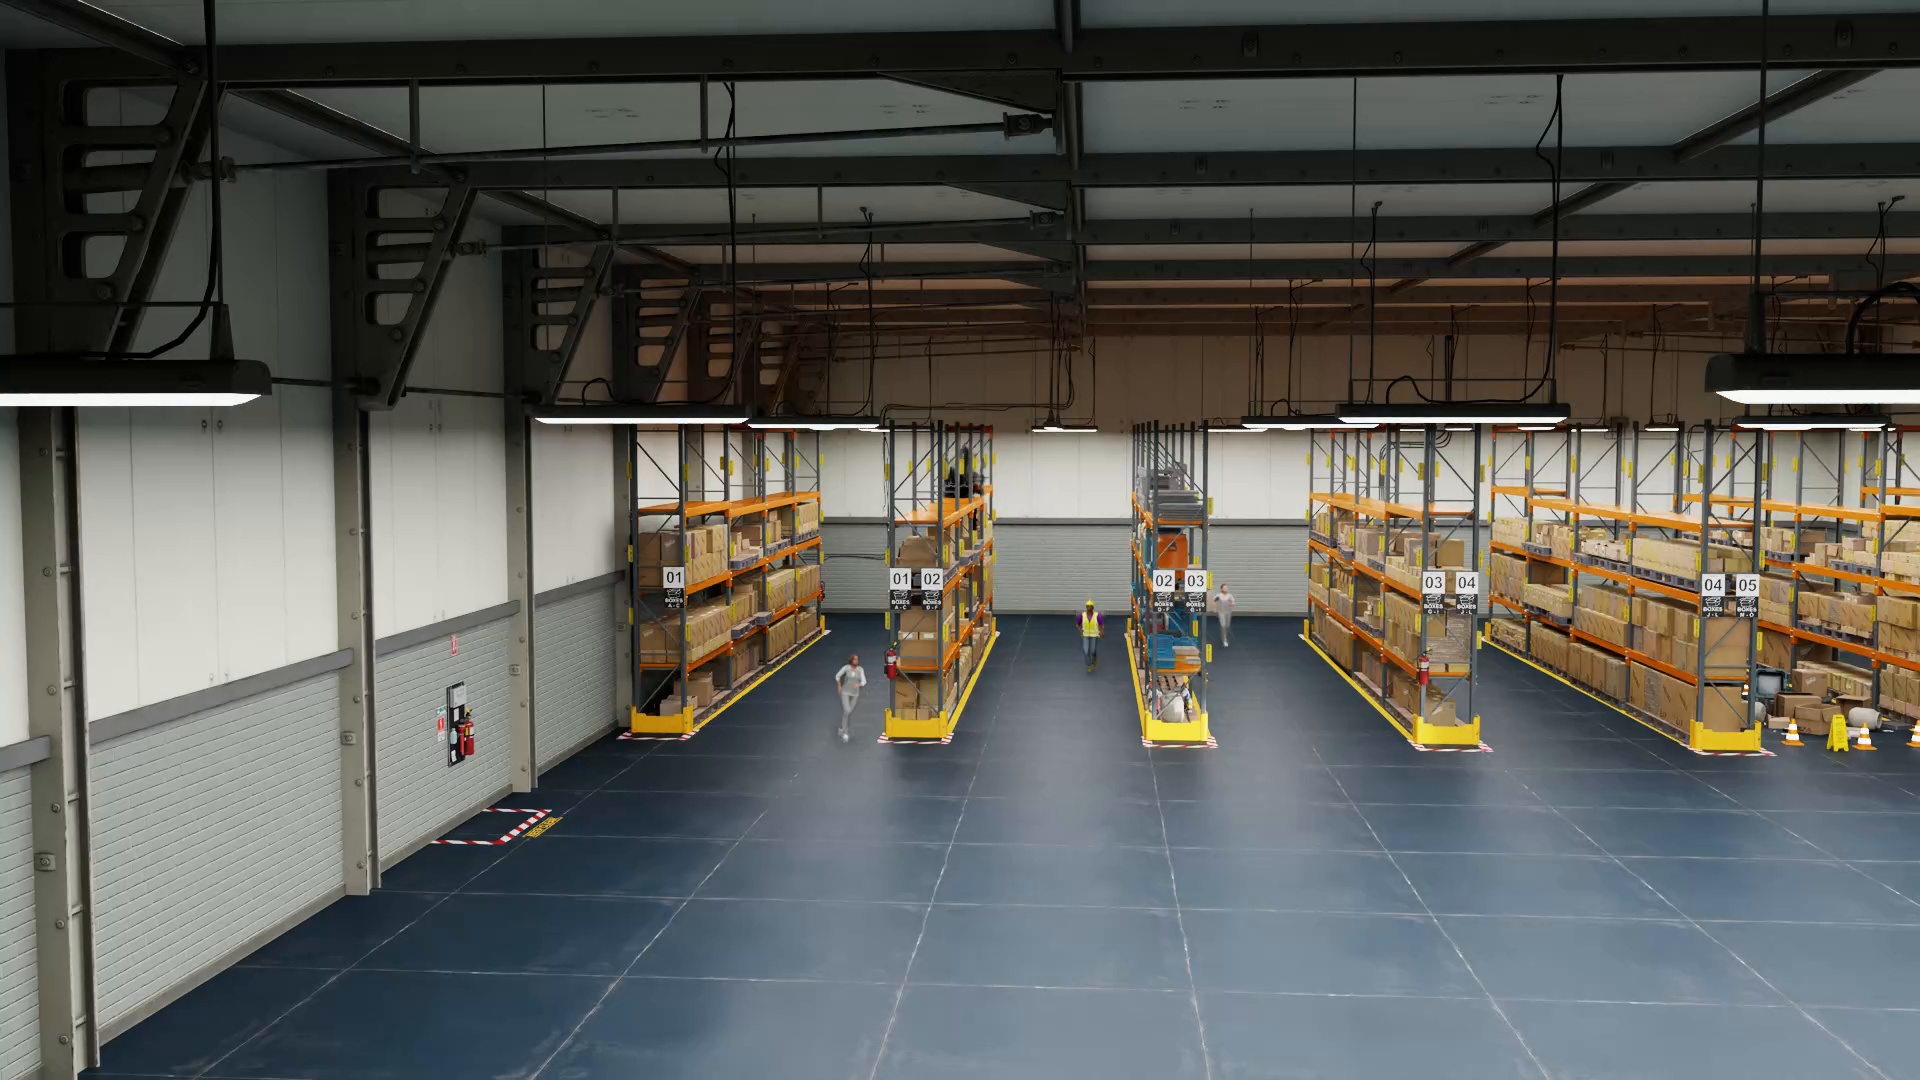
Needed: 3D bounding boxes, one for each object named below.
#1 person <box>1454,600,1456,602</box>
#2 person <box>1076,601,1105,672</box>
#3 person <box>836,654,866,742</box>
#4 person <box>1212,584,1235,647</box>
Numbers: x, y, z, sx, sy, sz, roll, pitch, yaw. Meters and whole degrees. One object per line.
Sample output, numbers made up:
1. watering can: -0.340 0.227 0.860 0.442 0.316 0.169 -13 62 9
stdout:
1. person: 13.317 2.147 43.970 0.687 1.619 0.850 1 4 10
2. person: 3.137 2.328 40.156 0.703 1.723 0.587 1 4 9
3. person: -2.053 2.950 31.391 0.525 1.617 0.701 -1 4 -21
4. person: 7.163 2.011 45.047 0.564 1.656 0.968 0 4 -7
